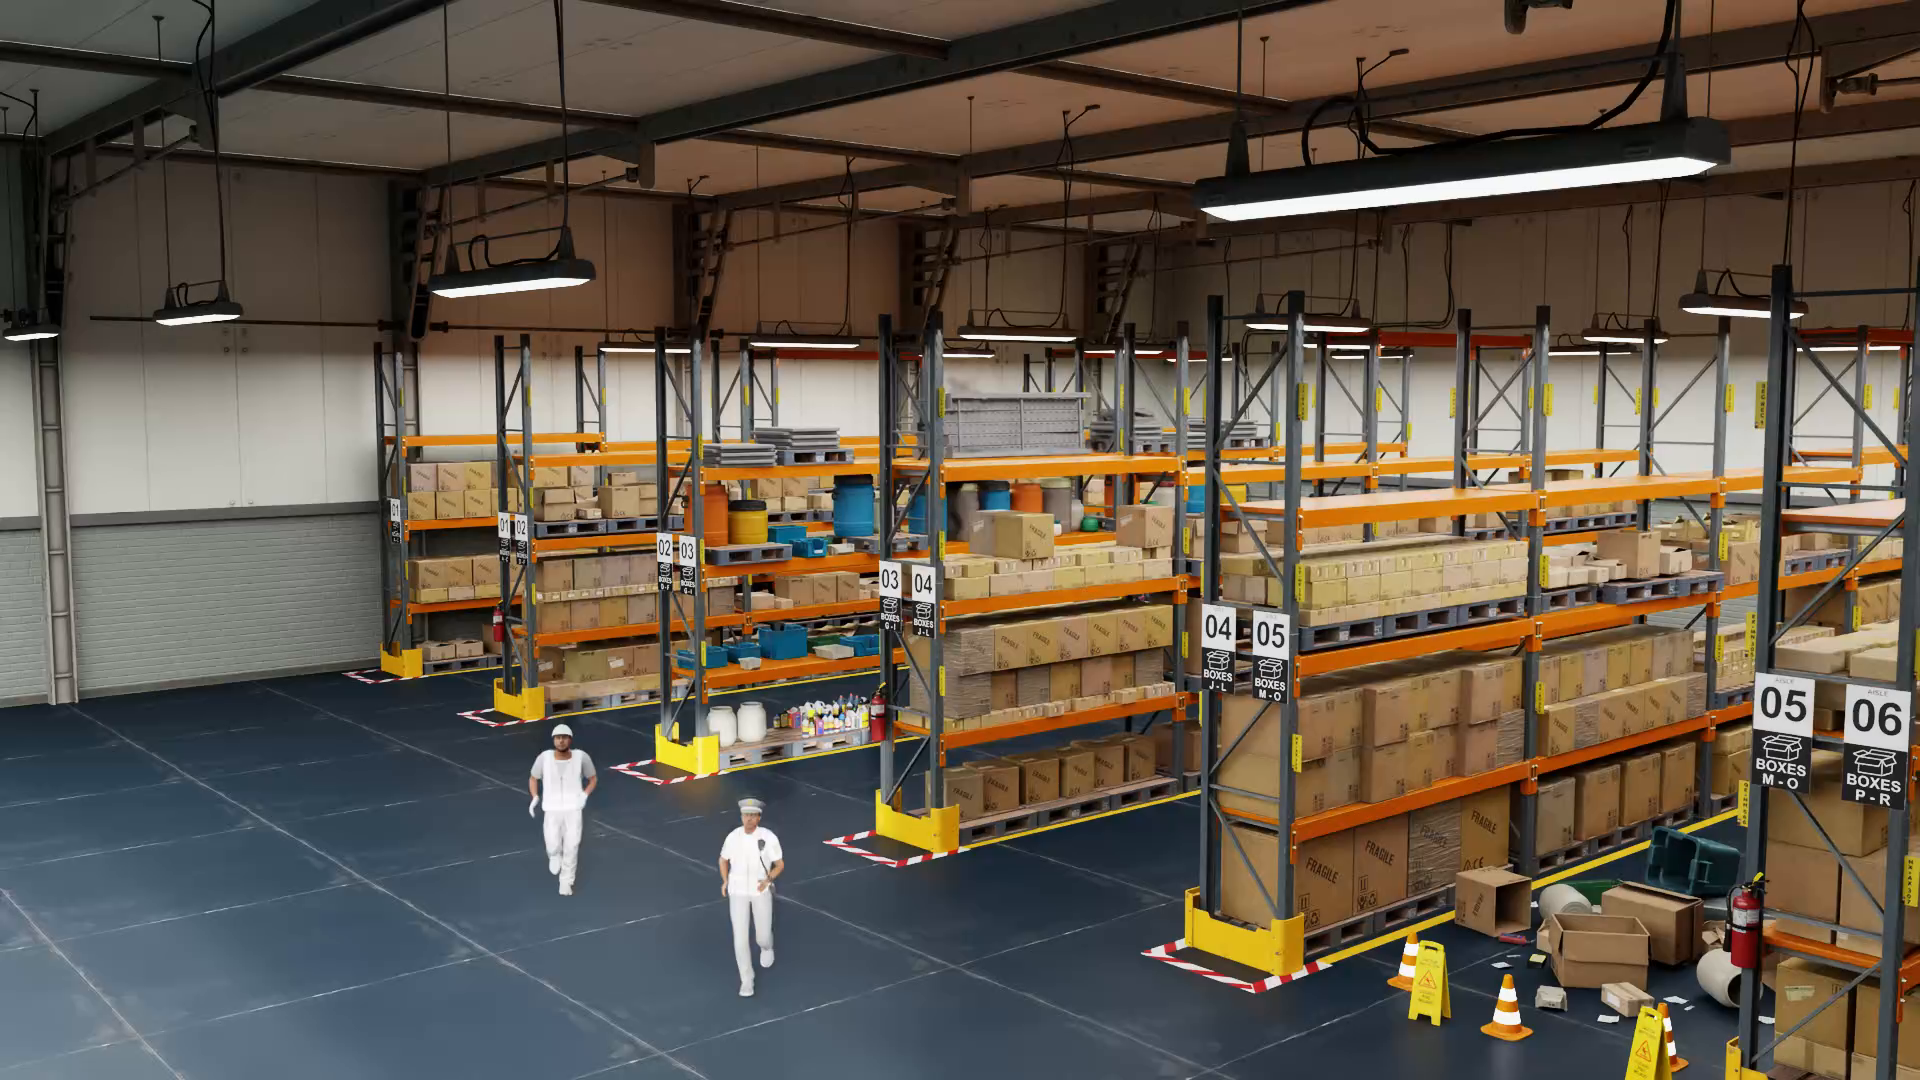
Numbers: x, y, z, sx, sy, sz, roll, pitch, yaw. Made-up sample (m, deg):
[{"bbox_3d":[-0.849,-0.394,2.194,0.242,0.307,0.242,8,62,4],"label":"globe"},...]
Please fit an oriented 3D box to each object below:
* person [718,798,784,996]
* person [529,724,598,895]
[{"bbox_3d":[-1.811,3.031,14.374,0.581,1.655,0.700,0,5,1],"label":"person"},{"bbox_3d":[-4.073,2.753,17.104,0.696,1.734,0.595,-1,5,-11],"label":"person"}]
